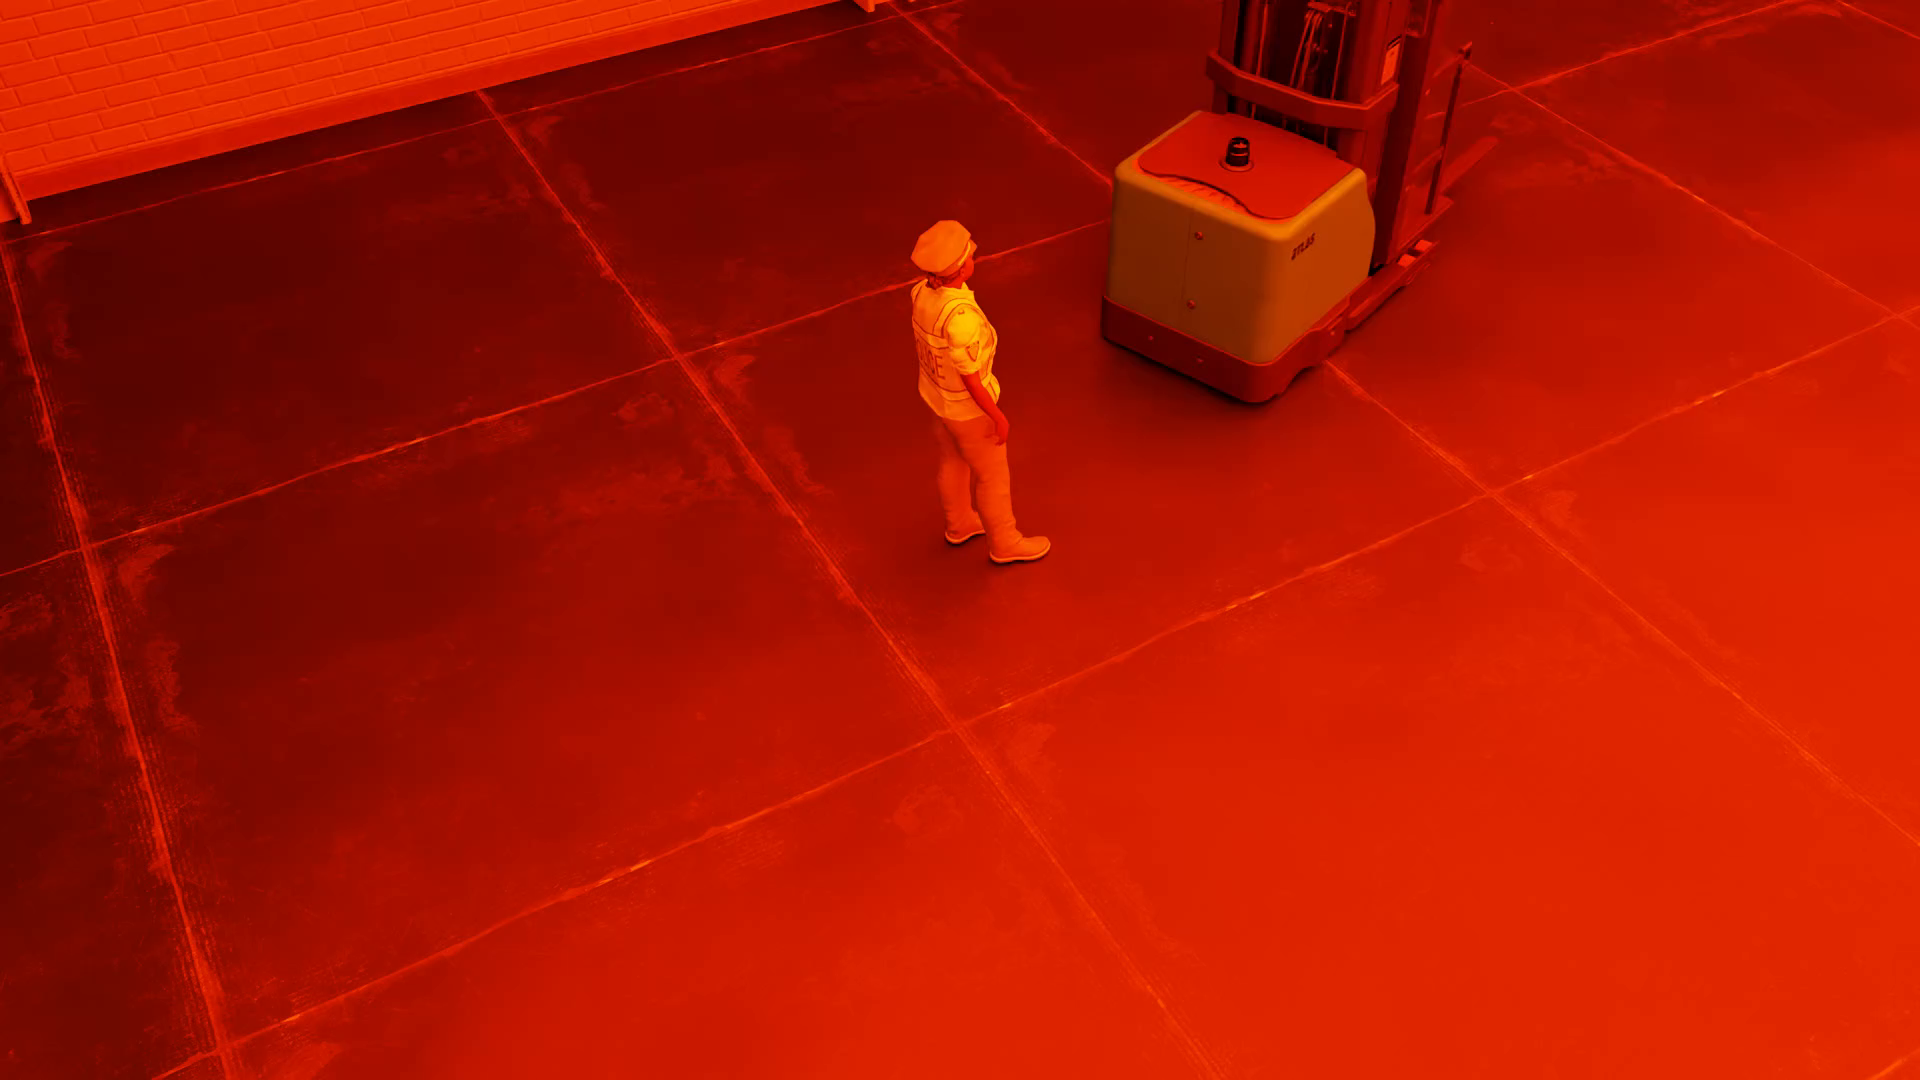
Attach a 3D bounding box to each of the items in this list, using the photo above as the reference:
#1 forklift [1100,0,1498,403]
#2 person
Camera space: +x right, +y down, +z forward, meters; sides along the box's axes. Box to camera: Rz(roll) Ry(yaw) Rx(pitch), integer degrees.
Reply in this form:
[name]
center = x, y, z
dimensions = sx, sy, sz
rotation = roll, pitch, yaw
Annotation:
[forklift]
center = 2.077, -2.715, 8.625
dimensions = 1.130, 2.935, 3.031
rotation = 29, 50, 28
[person]
center = 0.075, -0.640, 7.287
dimensions = 0.530, 1.695, 0.570
rotation = -21, 47, -21
